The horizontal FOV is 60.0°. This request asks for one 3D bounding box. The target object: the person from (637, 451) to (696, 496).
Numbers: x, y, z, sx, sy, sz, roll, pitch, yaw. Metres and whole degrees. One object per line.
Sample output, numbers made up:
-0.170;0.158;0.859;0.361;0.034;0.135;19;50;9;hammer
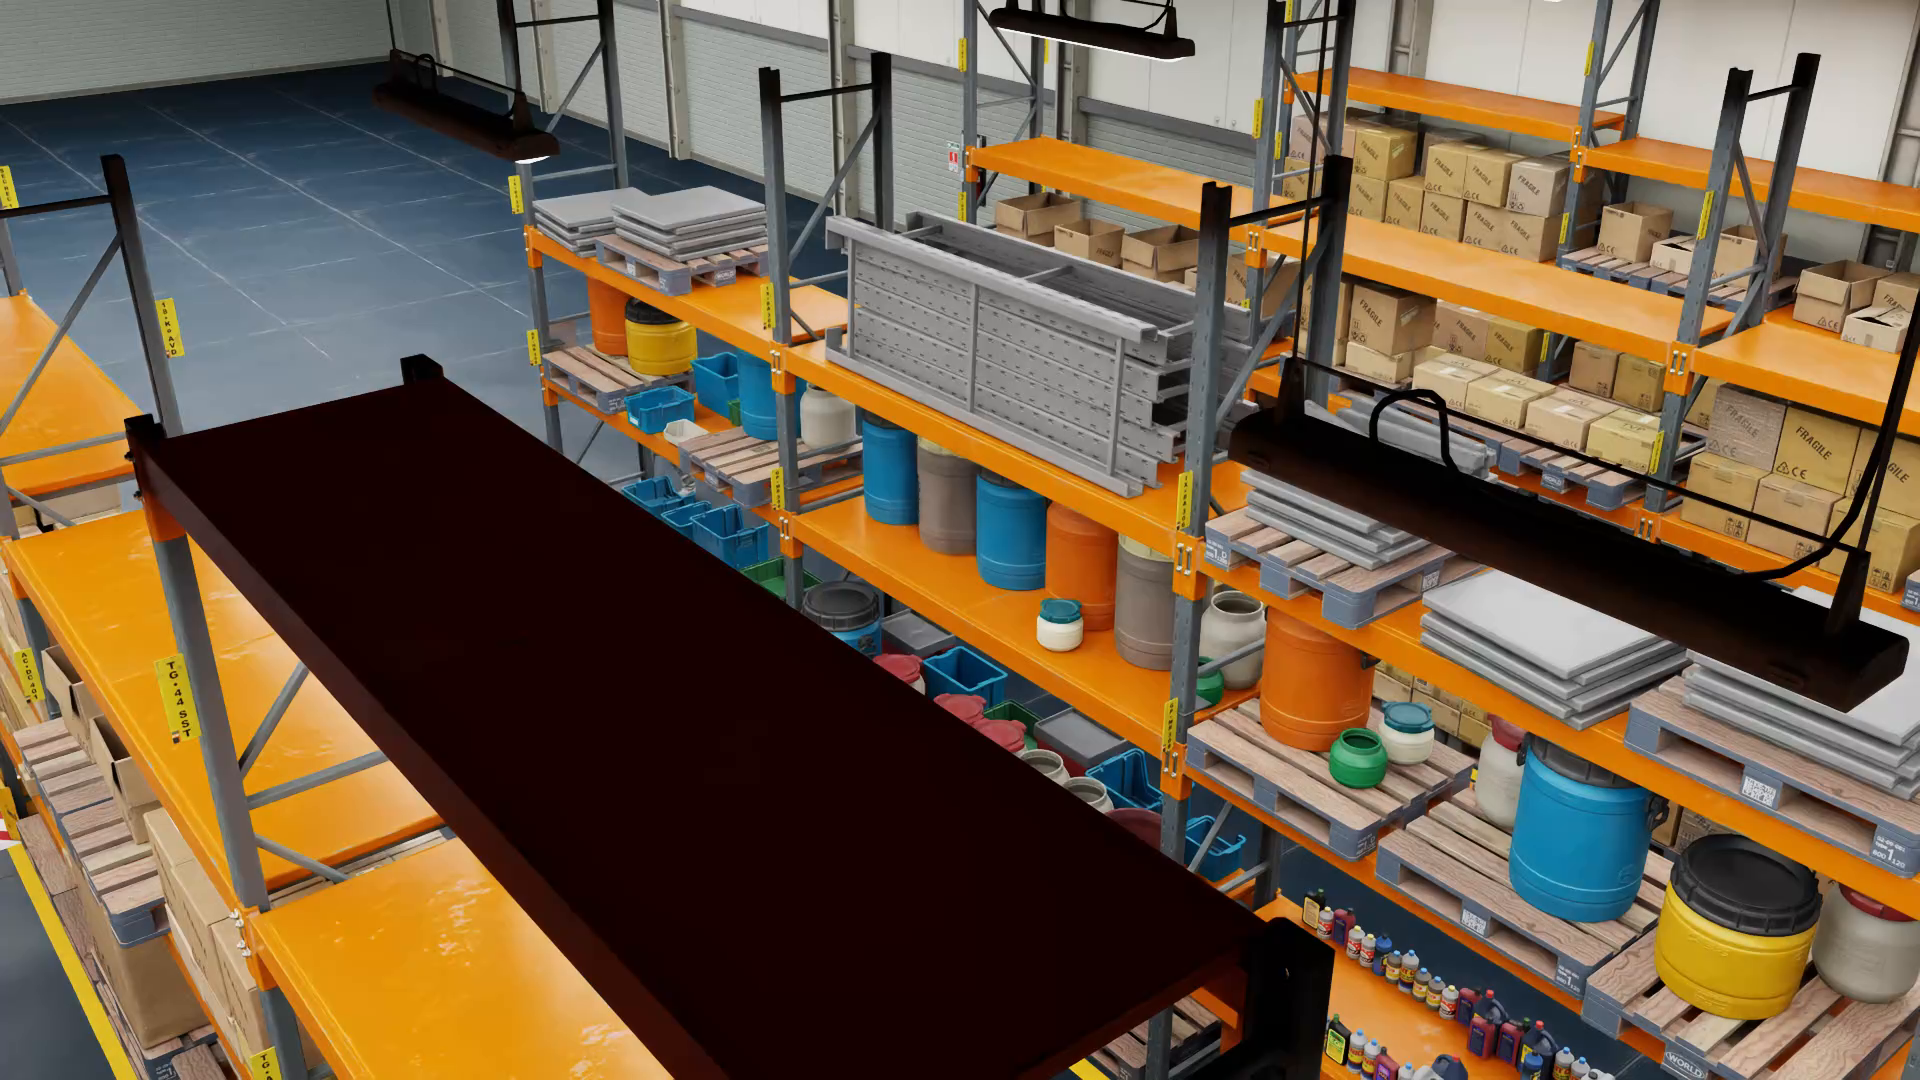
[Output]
-3.429;-1.162;18.615;0.629;1.719;0.985;20;32;36;person
